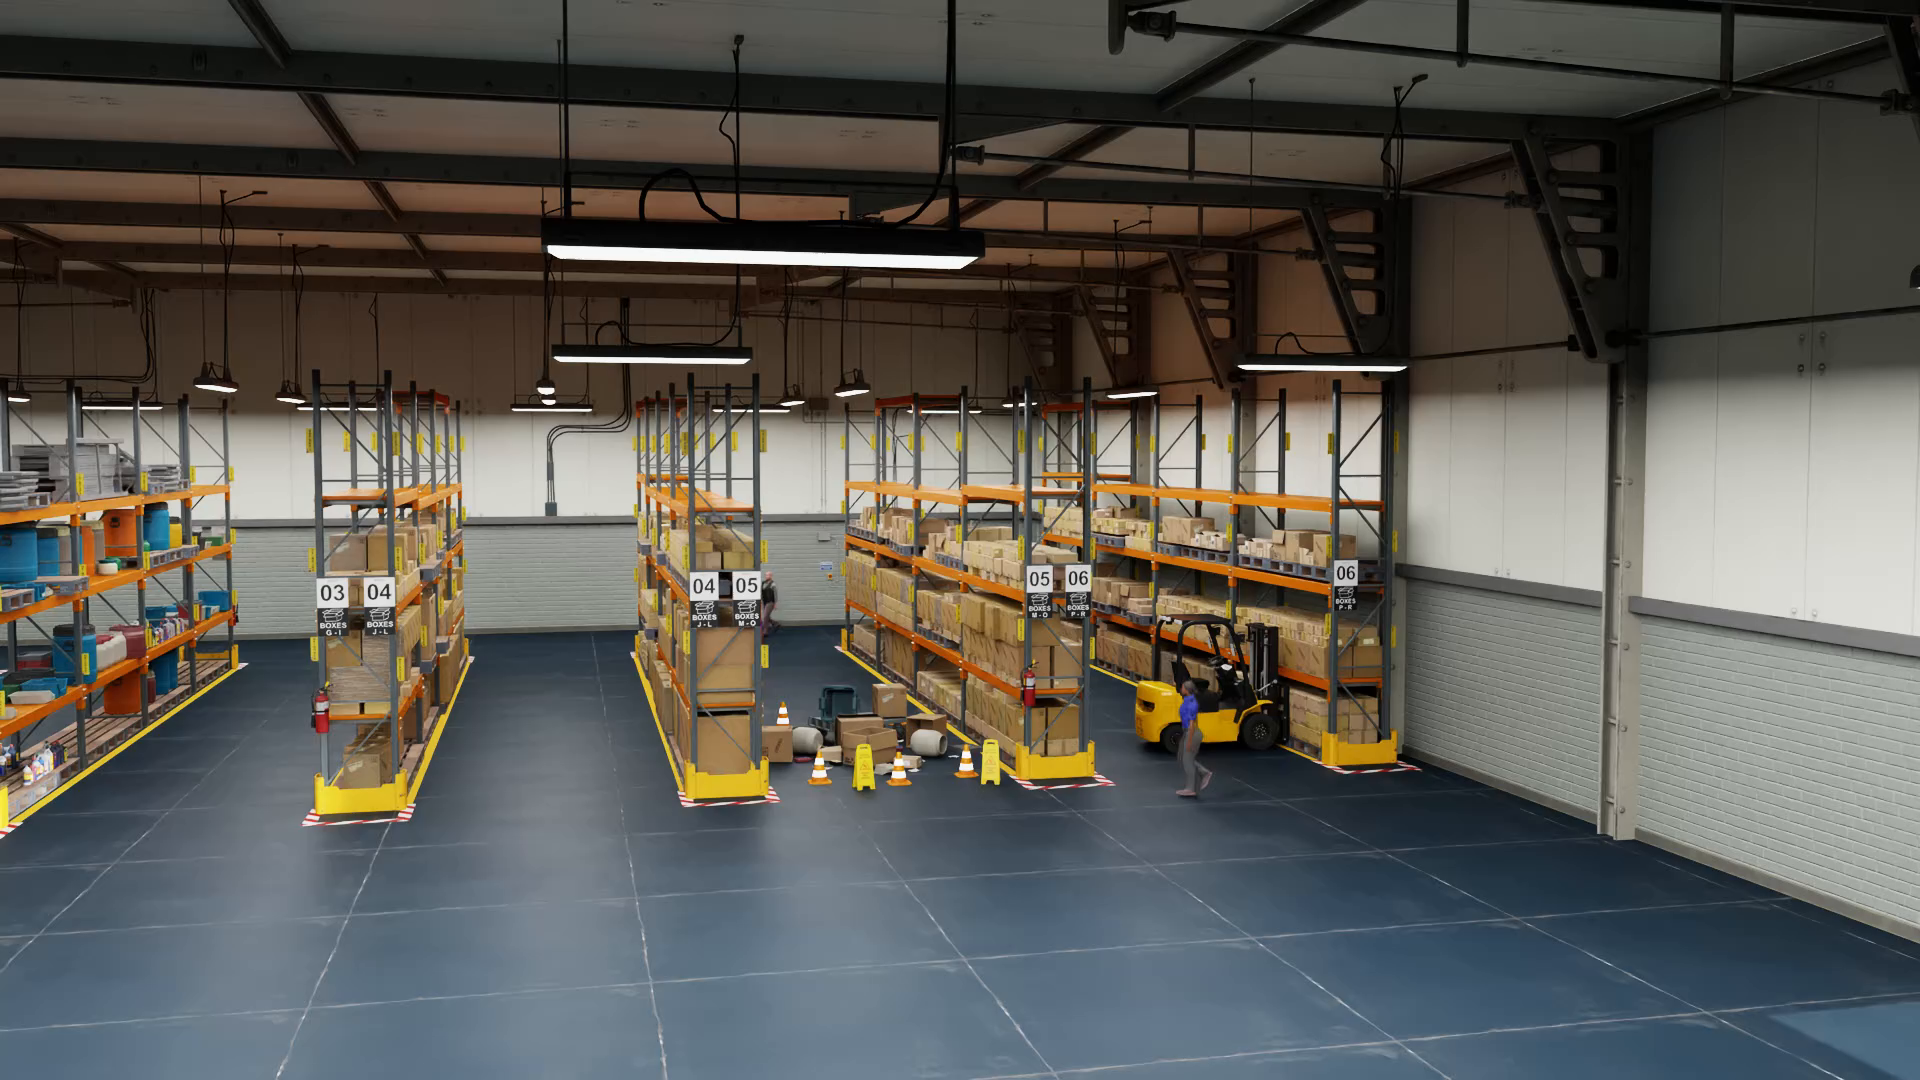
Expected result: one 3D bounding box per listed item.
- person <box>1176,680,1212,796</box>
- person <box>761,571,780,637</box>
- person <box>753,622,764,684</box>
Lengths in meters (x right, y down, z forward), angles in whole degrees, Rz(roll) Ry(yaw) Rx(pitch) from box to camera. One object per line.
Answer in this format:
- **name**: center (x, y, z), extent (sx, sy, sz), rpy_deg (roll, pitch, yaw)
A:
- **person**: center (3.348, 2.800, 23.649), extent (0.572, 1.636, 0.439), rpy_deg (0, 3, -8)
- **person**: center (-4.953, 1.653, 43.141), extent (0.820, 1.699, 0.518), rpy_deg (-3, 5, -45)
- **person**: center (-4.354, 2.140, 34.424), extent (0.608, 1.765, 0.513), rpy_deg (1, 3, 11)
